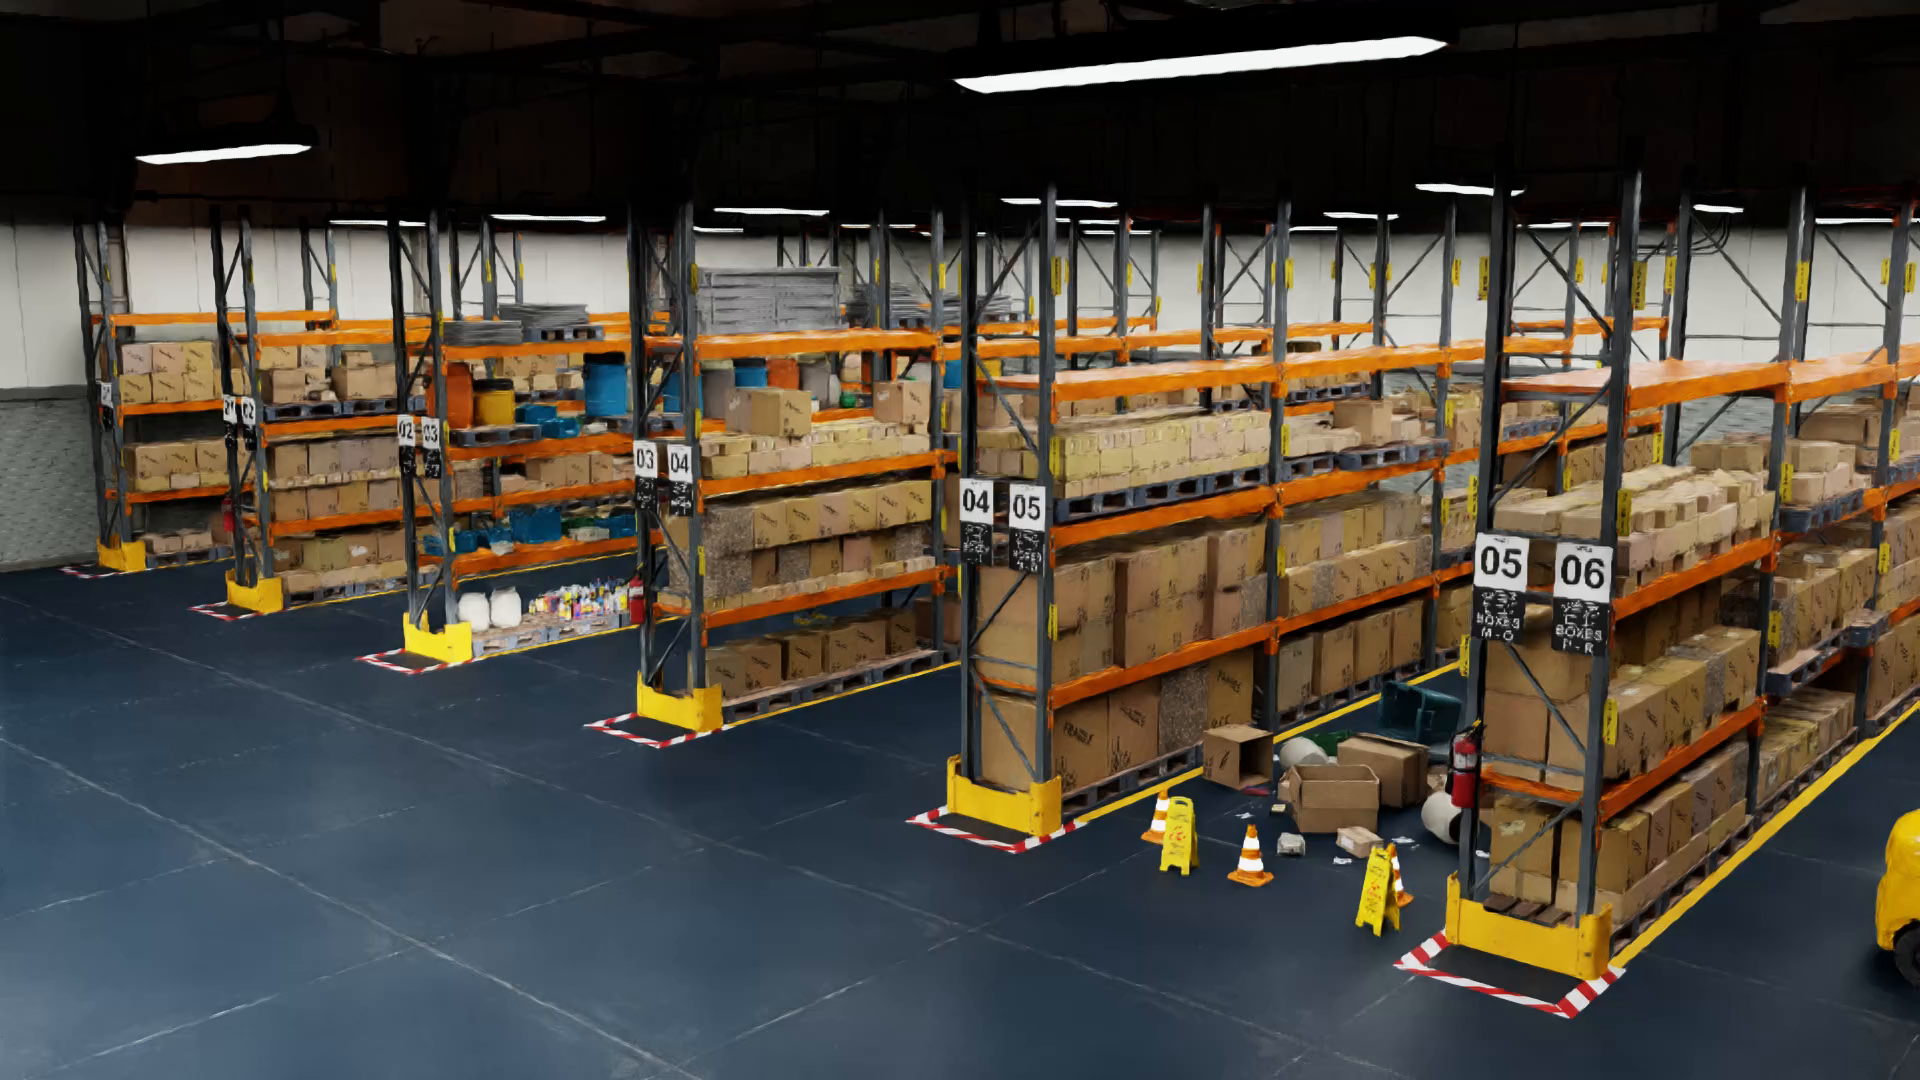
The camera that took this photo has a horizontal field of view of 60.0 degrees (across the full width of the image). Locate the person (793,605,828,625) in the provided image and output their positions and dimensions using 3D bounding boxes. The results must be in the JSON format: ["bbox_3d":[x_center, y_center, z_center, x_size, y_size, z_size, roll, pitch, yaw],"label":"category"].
[{"bbox_3d":[-2.052,0.250,22.721,0.447,1.760,0.632,2,10,10],"label":"person"}]
